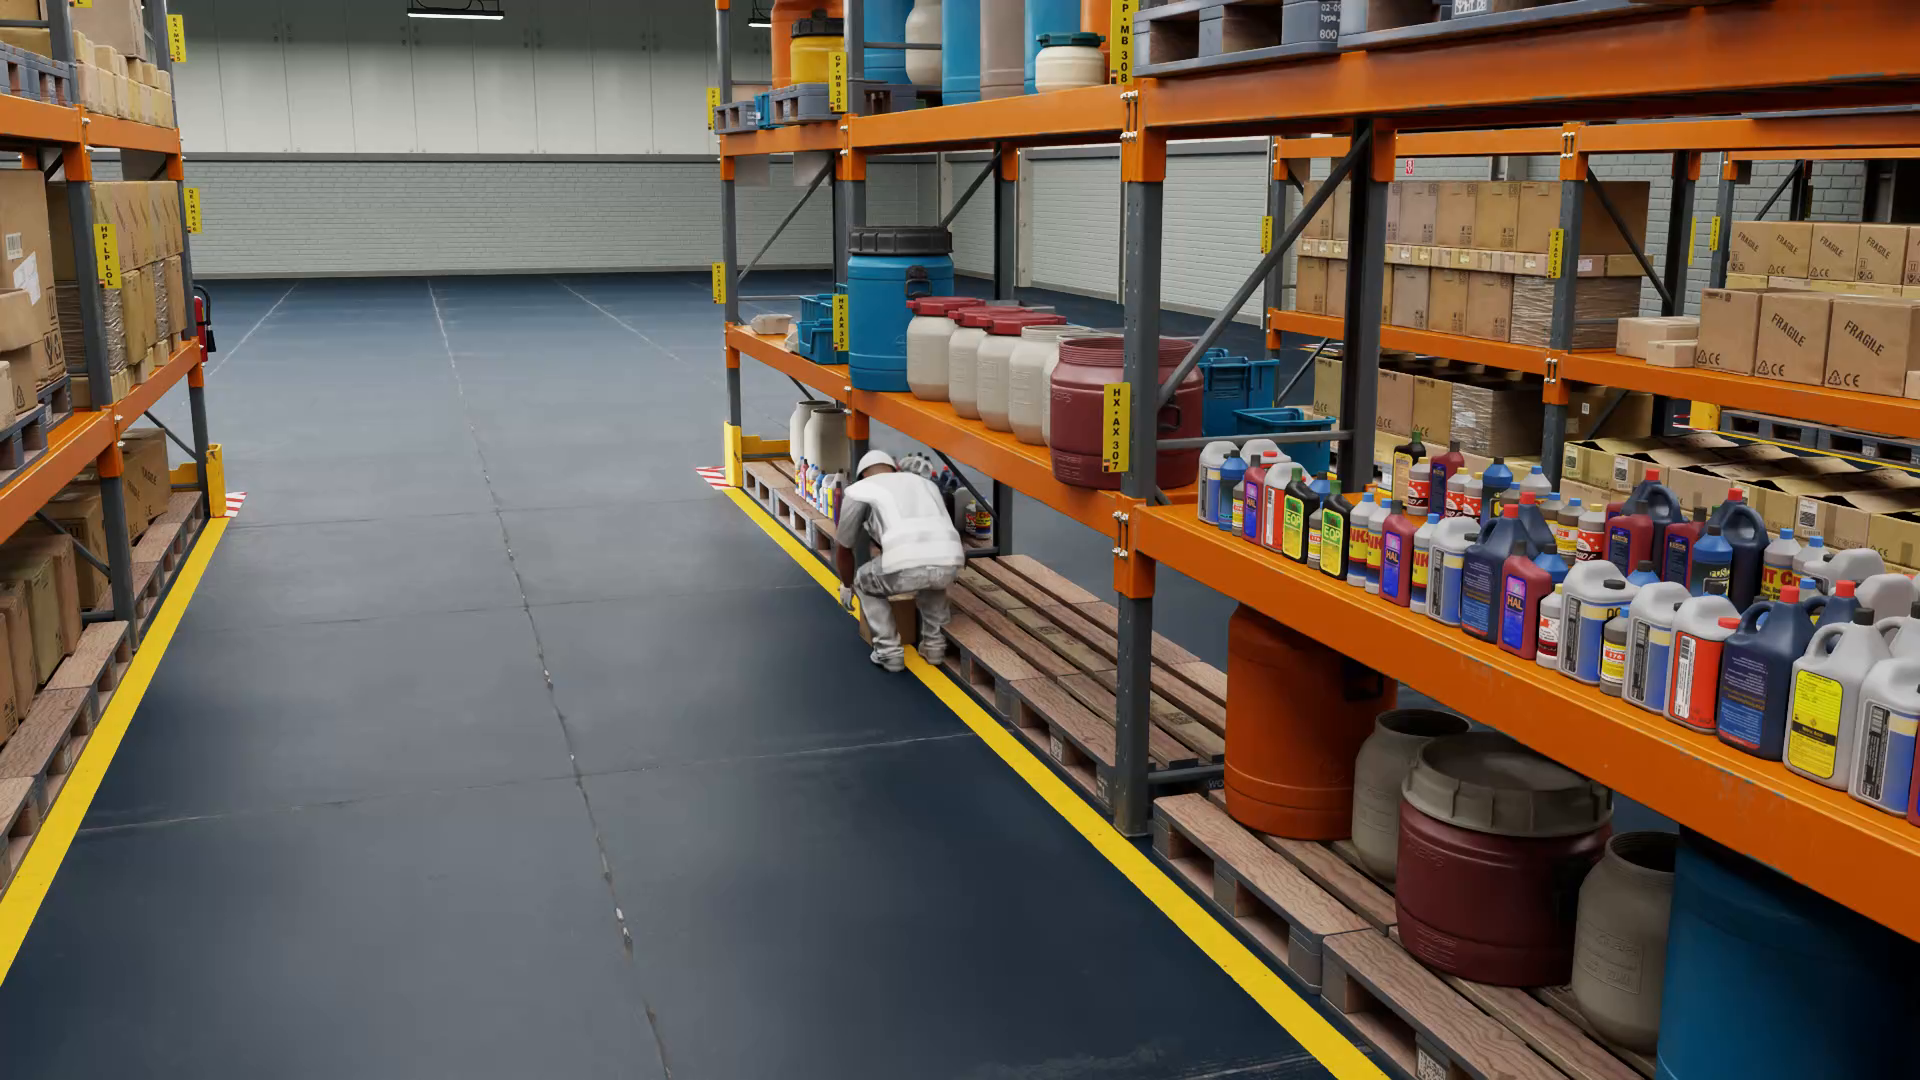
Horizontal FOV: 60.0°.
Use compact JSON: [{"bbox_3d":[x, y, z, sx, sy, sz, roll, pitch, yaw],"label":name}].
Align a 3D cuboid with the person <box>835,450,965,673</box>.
[{"bbox_3d":[-0.322,0.109,8.625,0.580,1.061,0.888,-4,13,-18],"label":"person"}]
